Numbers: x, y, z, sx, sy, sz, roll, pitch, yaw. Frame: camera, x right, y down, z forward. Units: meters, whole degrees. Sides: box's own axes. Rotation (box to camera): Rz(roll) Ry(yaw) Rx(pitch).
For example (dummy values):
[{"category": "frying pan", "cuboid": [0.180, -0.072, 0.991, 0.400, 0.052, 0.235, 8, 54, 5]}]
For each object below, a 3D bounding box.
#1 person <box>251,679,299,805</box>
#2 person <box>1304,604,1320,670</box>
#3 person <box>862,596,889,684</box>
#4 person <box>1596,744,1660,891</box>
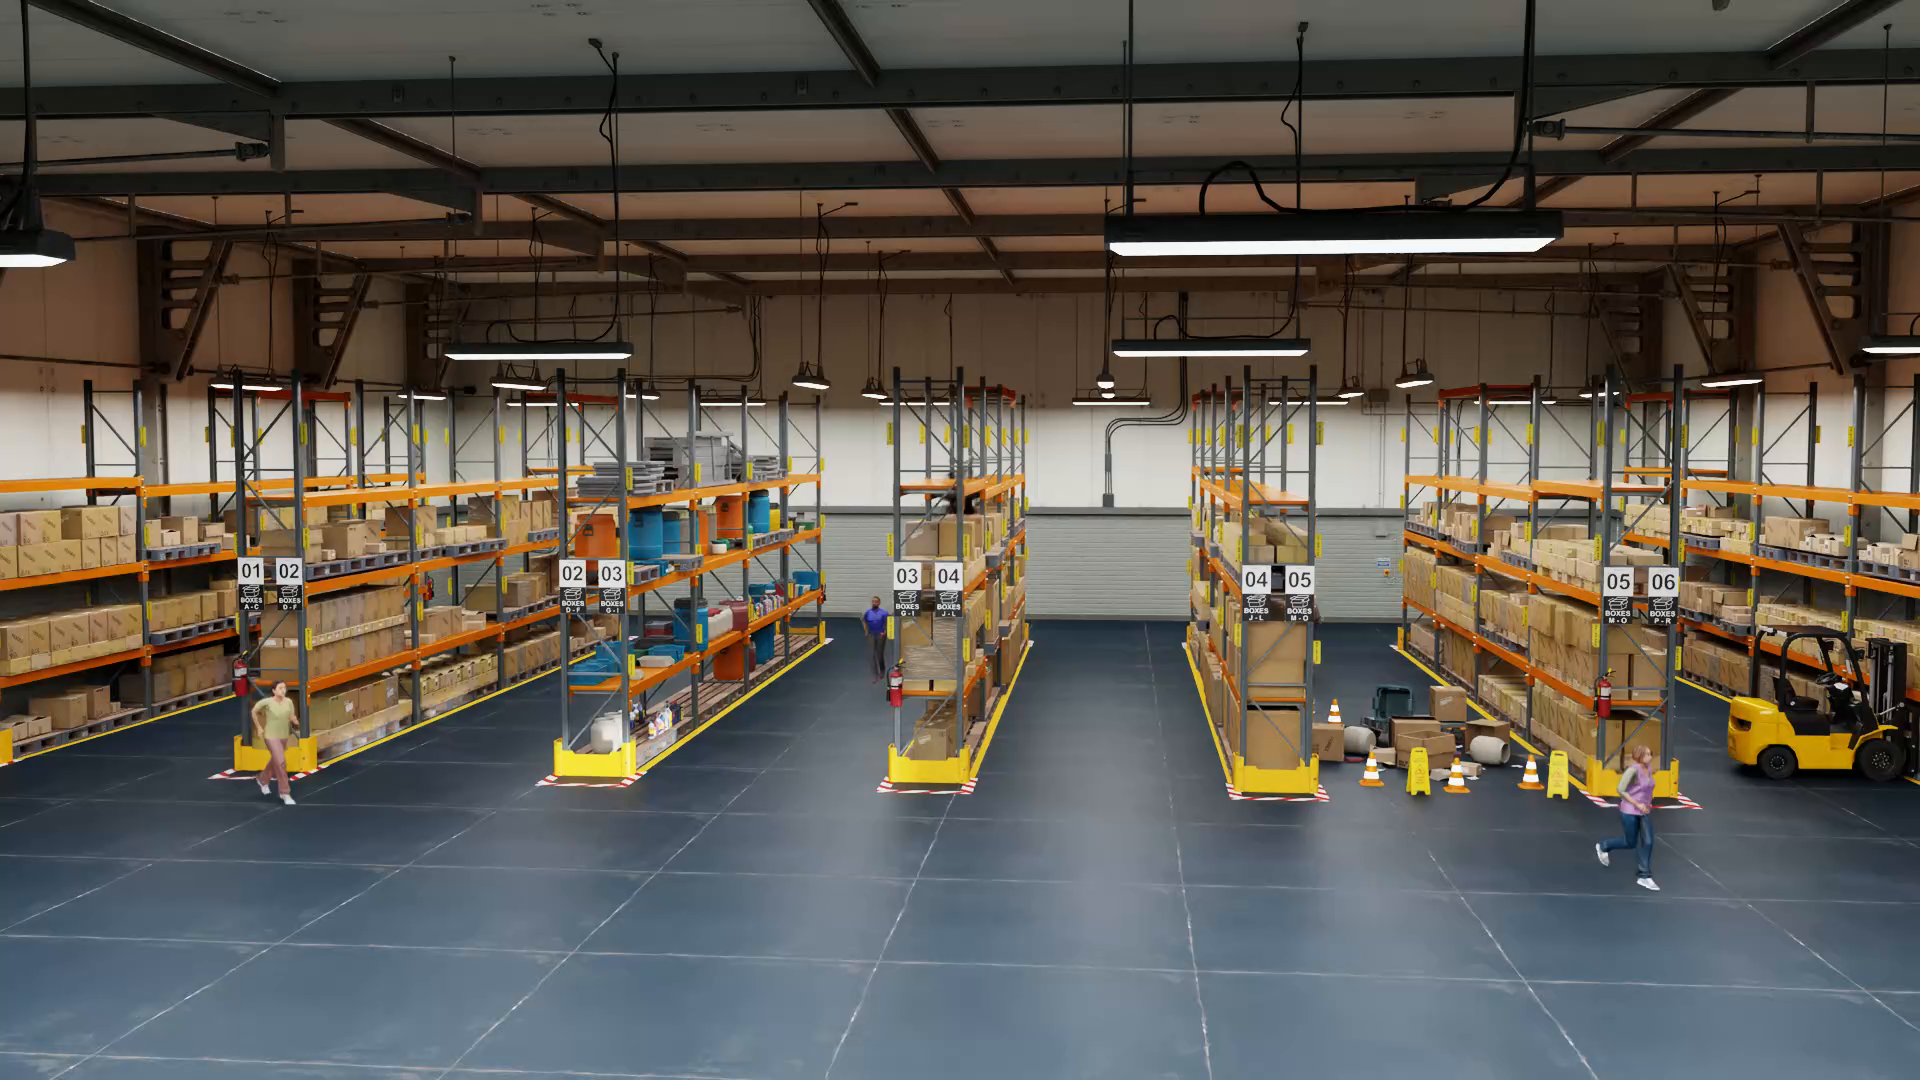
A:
[{"category": "person", "cuboid": [-9.424, 2.750, 22.900, 0.923, 1.696, 0.521, 2, 4, 31]}, {"category": "person", "cuboid": [7.343, 1.962, 35.689, 0.707, 1.659, 0.566, 0, 4, 3]}, {"category": "person", "cuboid": [-1.616, 1.910, 32.119, 0.590, 1.662, 0.679, 0, 4, 7]}, {"category": "person", "cuboid": [7.538, 3.066, 18.665, 0.566, 1.587, 0.820, -2, 4, -35]}]
